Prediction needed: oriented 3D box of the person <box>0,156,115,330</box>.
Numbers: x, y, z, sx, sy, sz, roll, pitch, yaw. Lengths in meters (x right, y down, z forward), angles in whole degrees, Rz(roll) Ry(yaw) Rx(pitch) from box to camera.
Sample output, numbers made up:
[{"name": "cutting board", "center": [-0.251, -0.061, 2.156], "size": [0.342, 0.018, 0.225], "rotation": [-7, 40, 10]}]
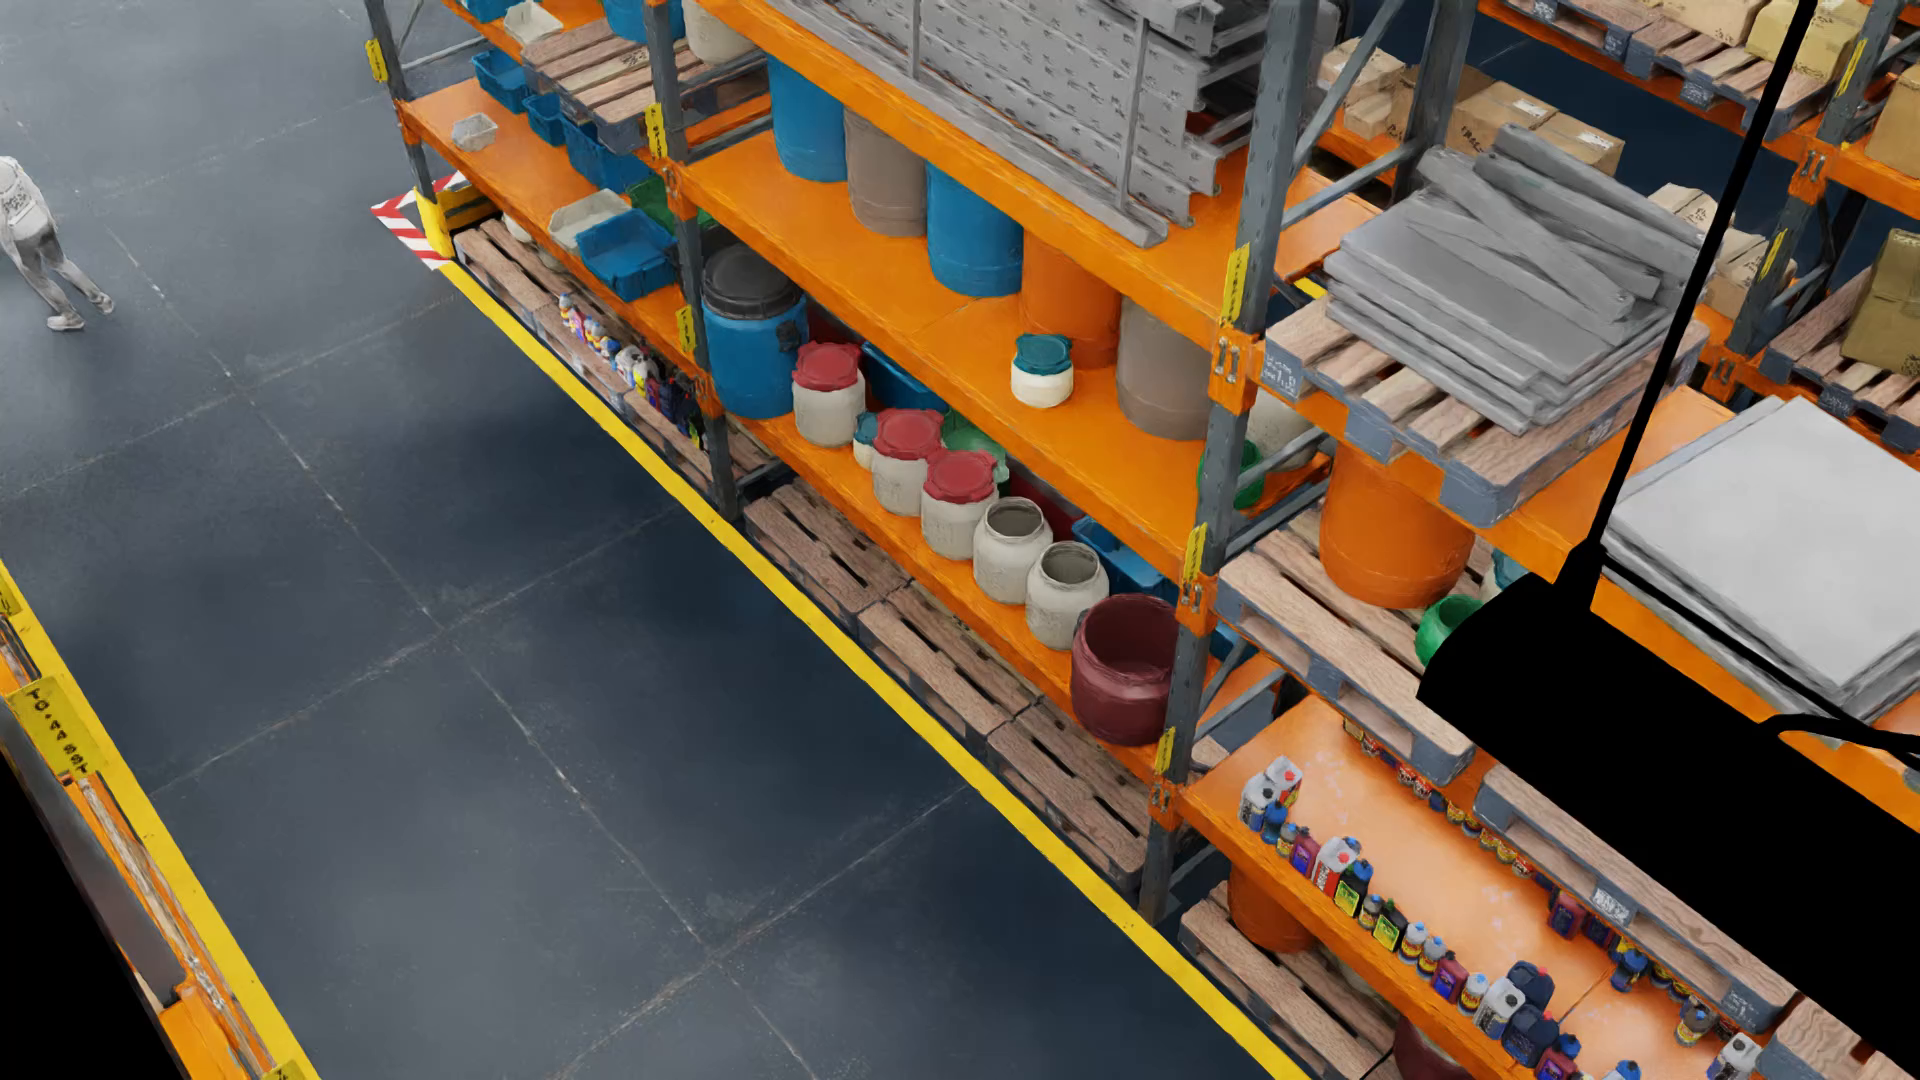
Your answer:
[{"name": "person", "center": [-6.620, -2.190, 11.921], "size": [0.535, 1.665, 0.527], "rotation": [10, 47, 9]}]
